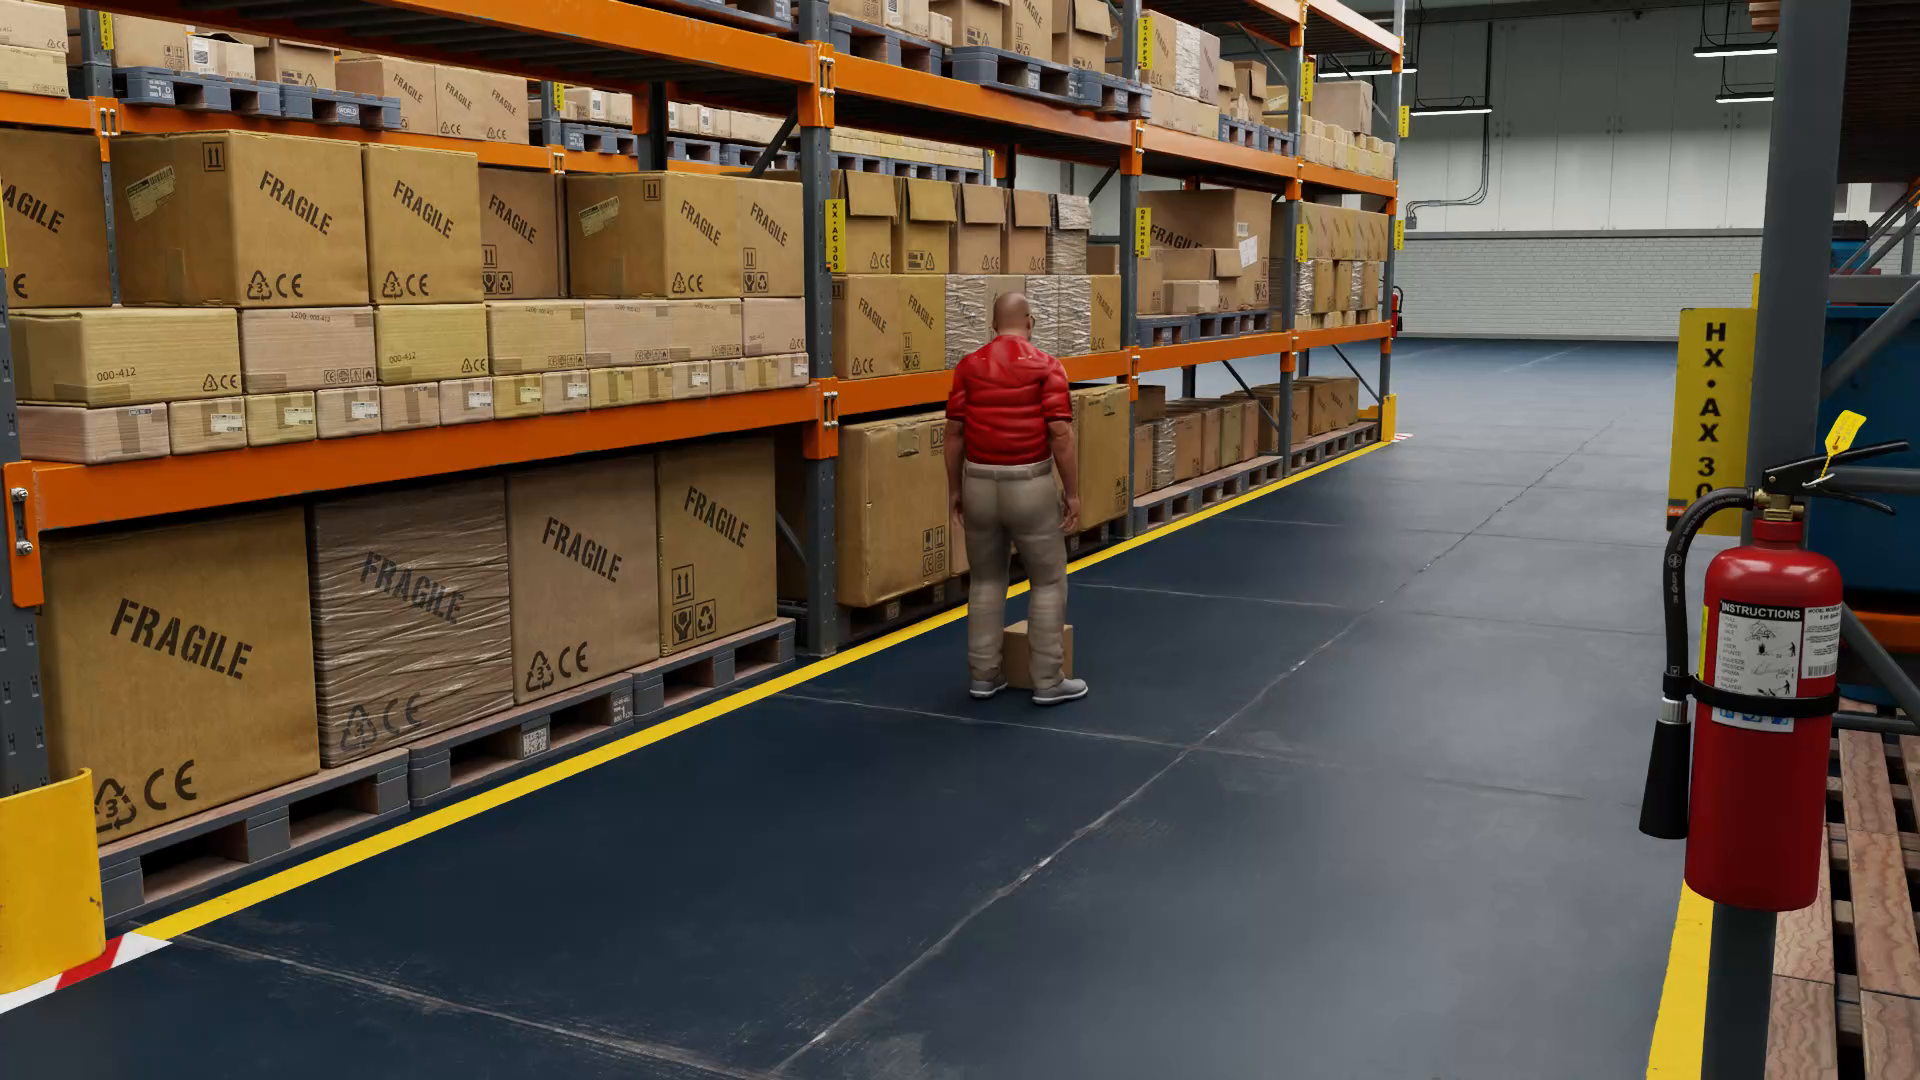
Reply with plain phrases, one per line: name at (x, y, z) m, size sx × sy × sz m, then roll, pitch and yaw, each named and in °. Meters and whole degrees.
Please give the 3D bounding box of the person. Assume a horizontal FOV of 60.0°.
person at (0.228, -0.180, 7.049) m, size 0.600 × 1.726 × 0.393 m, roll 4°, pitch 10°, yaw 23°
